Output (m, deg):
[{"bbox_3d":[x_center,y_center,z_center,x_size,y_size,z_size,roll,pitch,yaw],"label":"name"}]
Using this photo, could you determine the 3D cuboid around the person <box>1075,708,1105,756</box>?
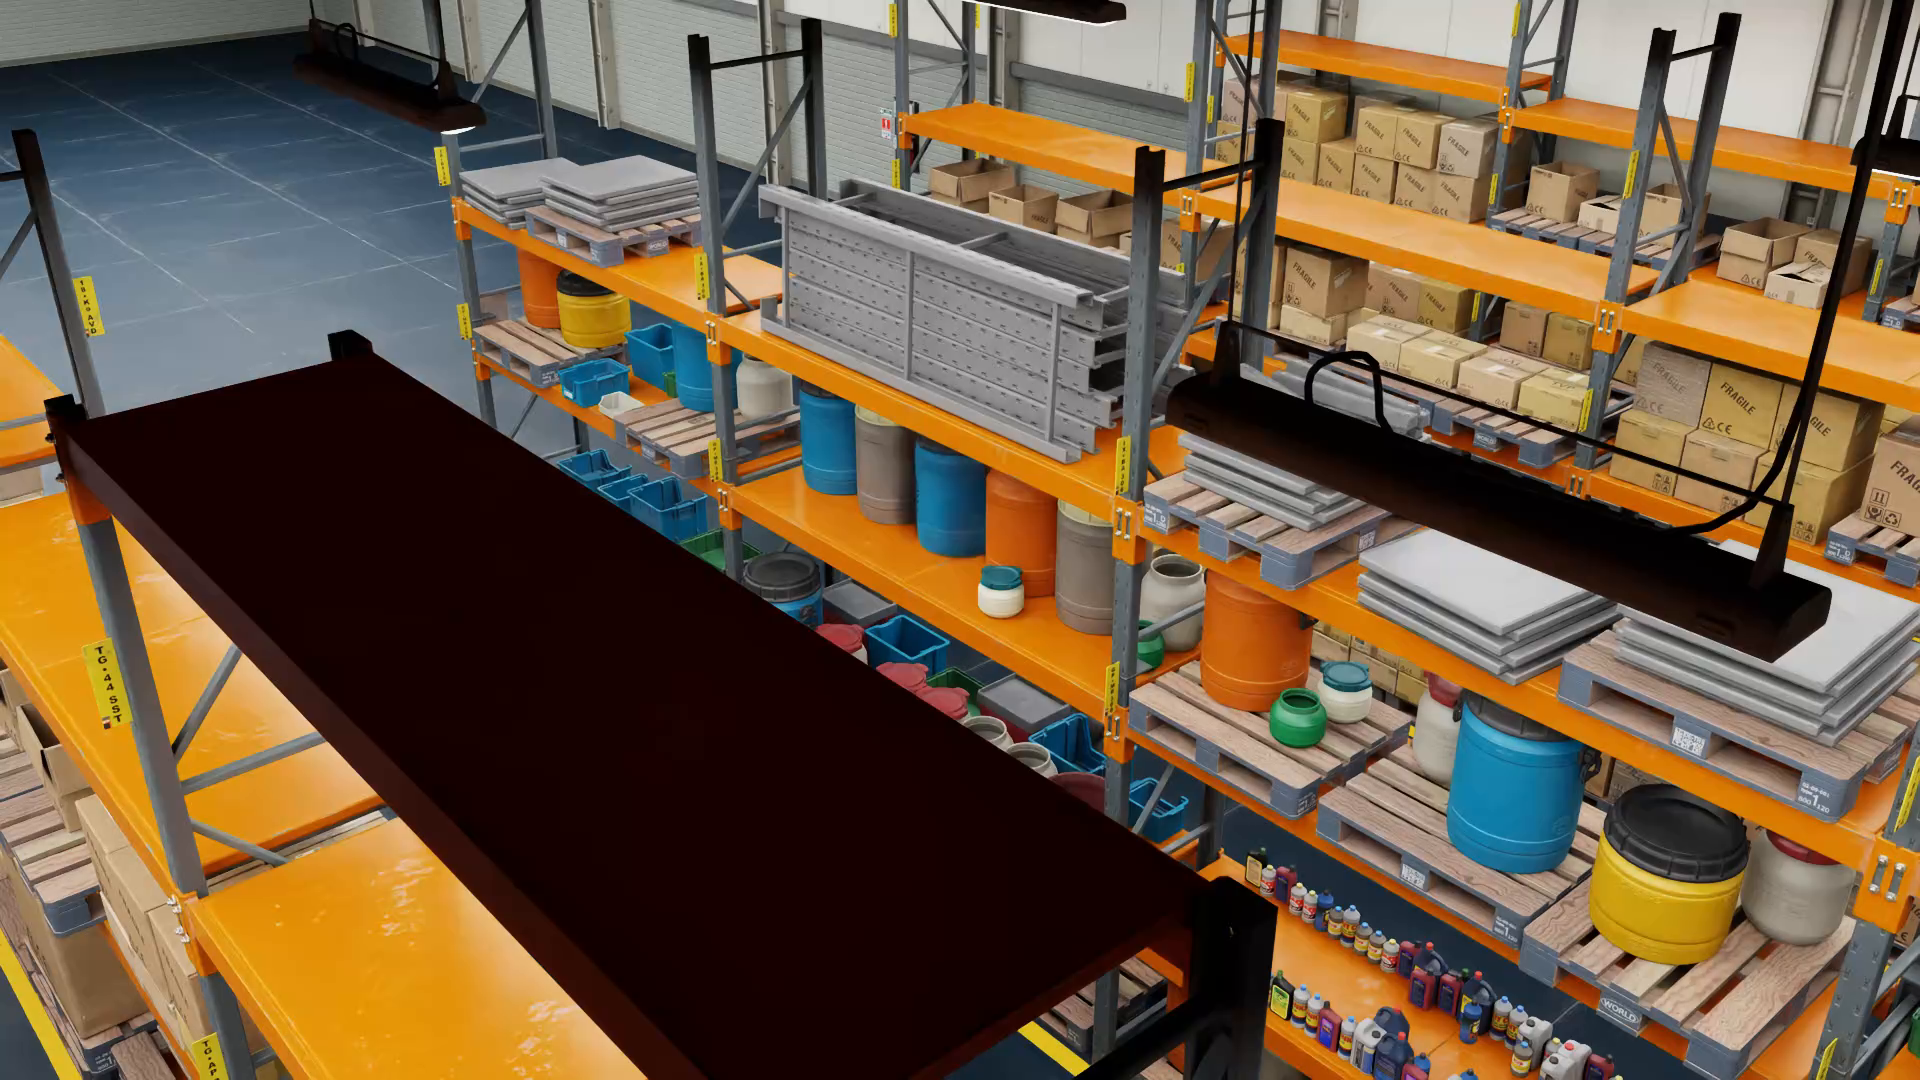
[{"bbox_3d":[1.090,1.394,13.081,0.547,1.622,0.538,22,34,36],"label":"person"}]
